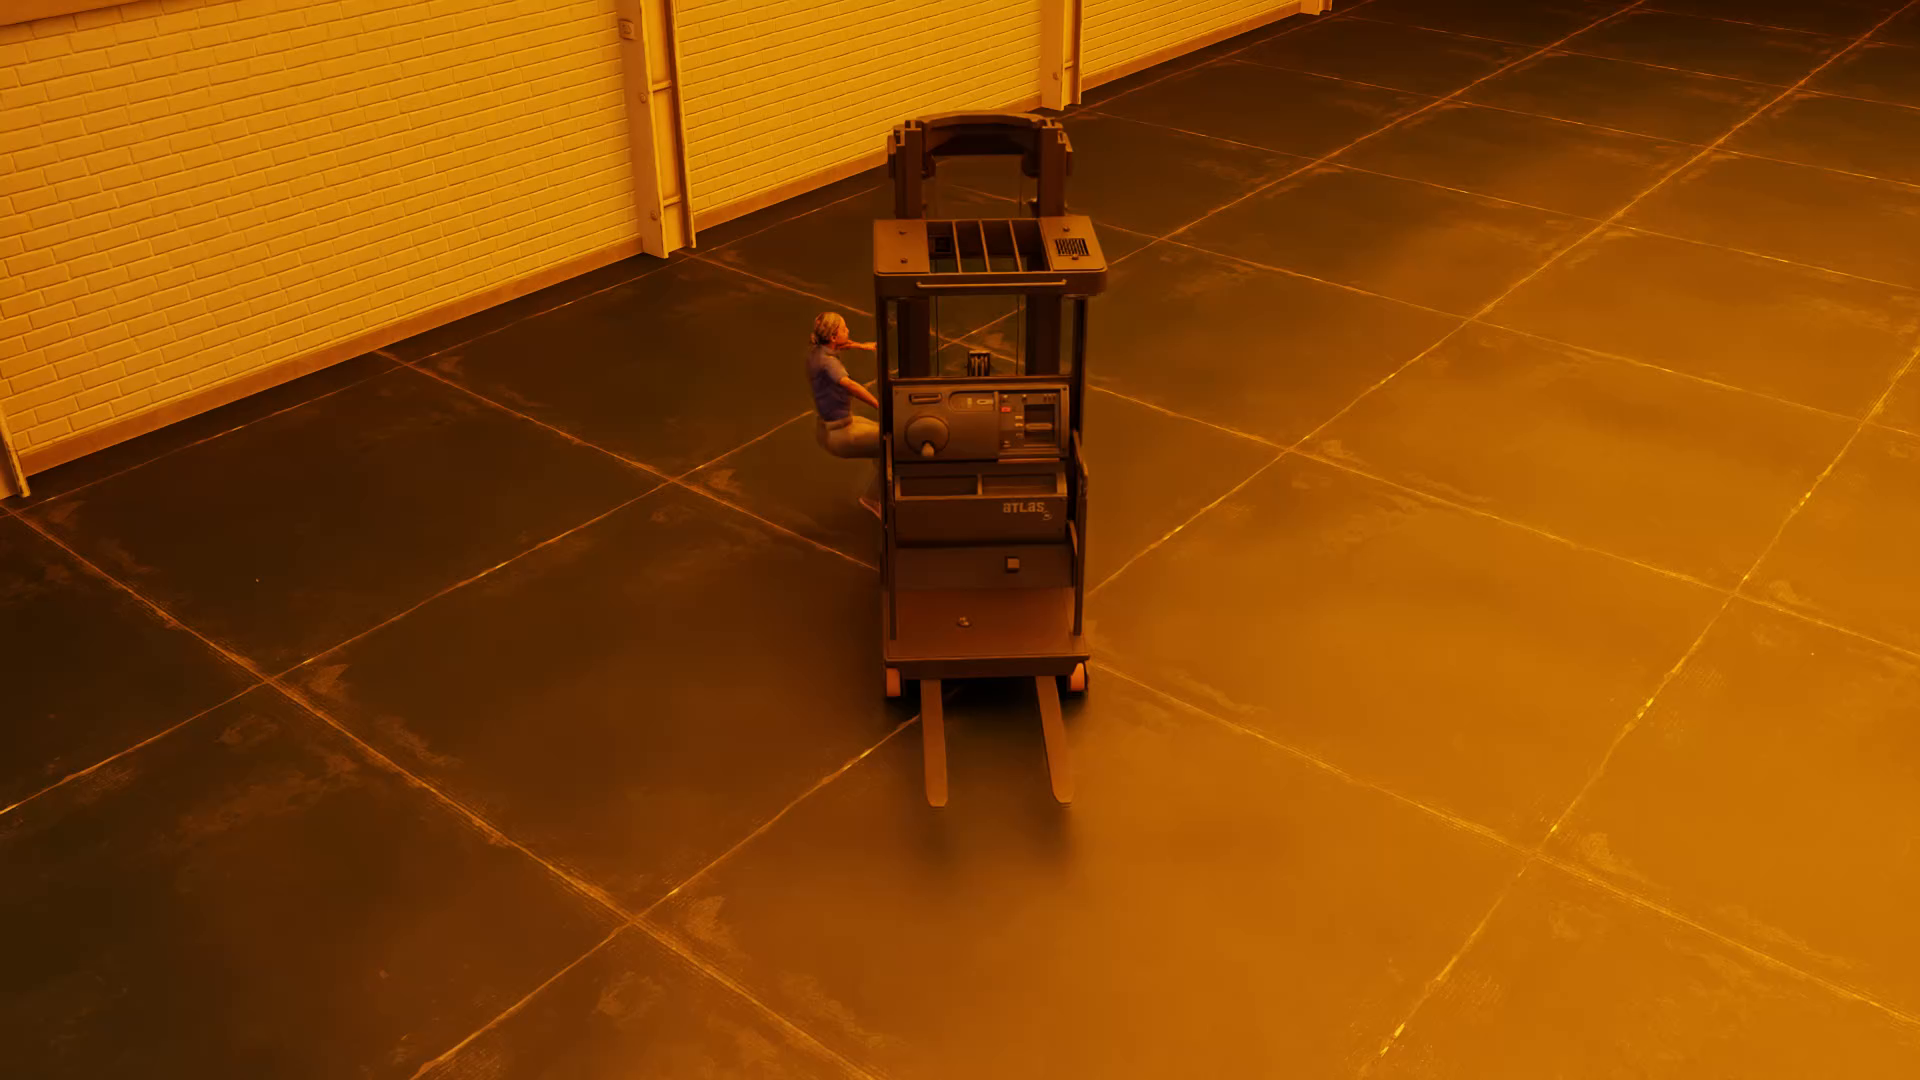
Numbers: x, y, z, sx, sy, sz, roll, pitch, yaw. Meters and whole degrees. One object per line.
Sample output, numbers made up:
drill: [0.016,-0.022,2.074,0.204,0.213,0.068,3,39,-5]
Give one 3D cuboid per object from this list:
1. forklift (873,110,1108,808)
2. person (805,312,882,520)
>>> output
forklift: [0.123,-0.577,8.582,1.130,2.935,3.031,-1,30,-2]
person: [-0.547,-0.758,10.379,0.788,1.418,1.020,-12,32,-20]
